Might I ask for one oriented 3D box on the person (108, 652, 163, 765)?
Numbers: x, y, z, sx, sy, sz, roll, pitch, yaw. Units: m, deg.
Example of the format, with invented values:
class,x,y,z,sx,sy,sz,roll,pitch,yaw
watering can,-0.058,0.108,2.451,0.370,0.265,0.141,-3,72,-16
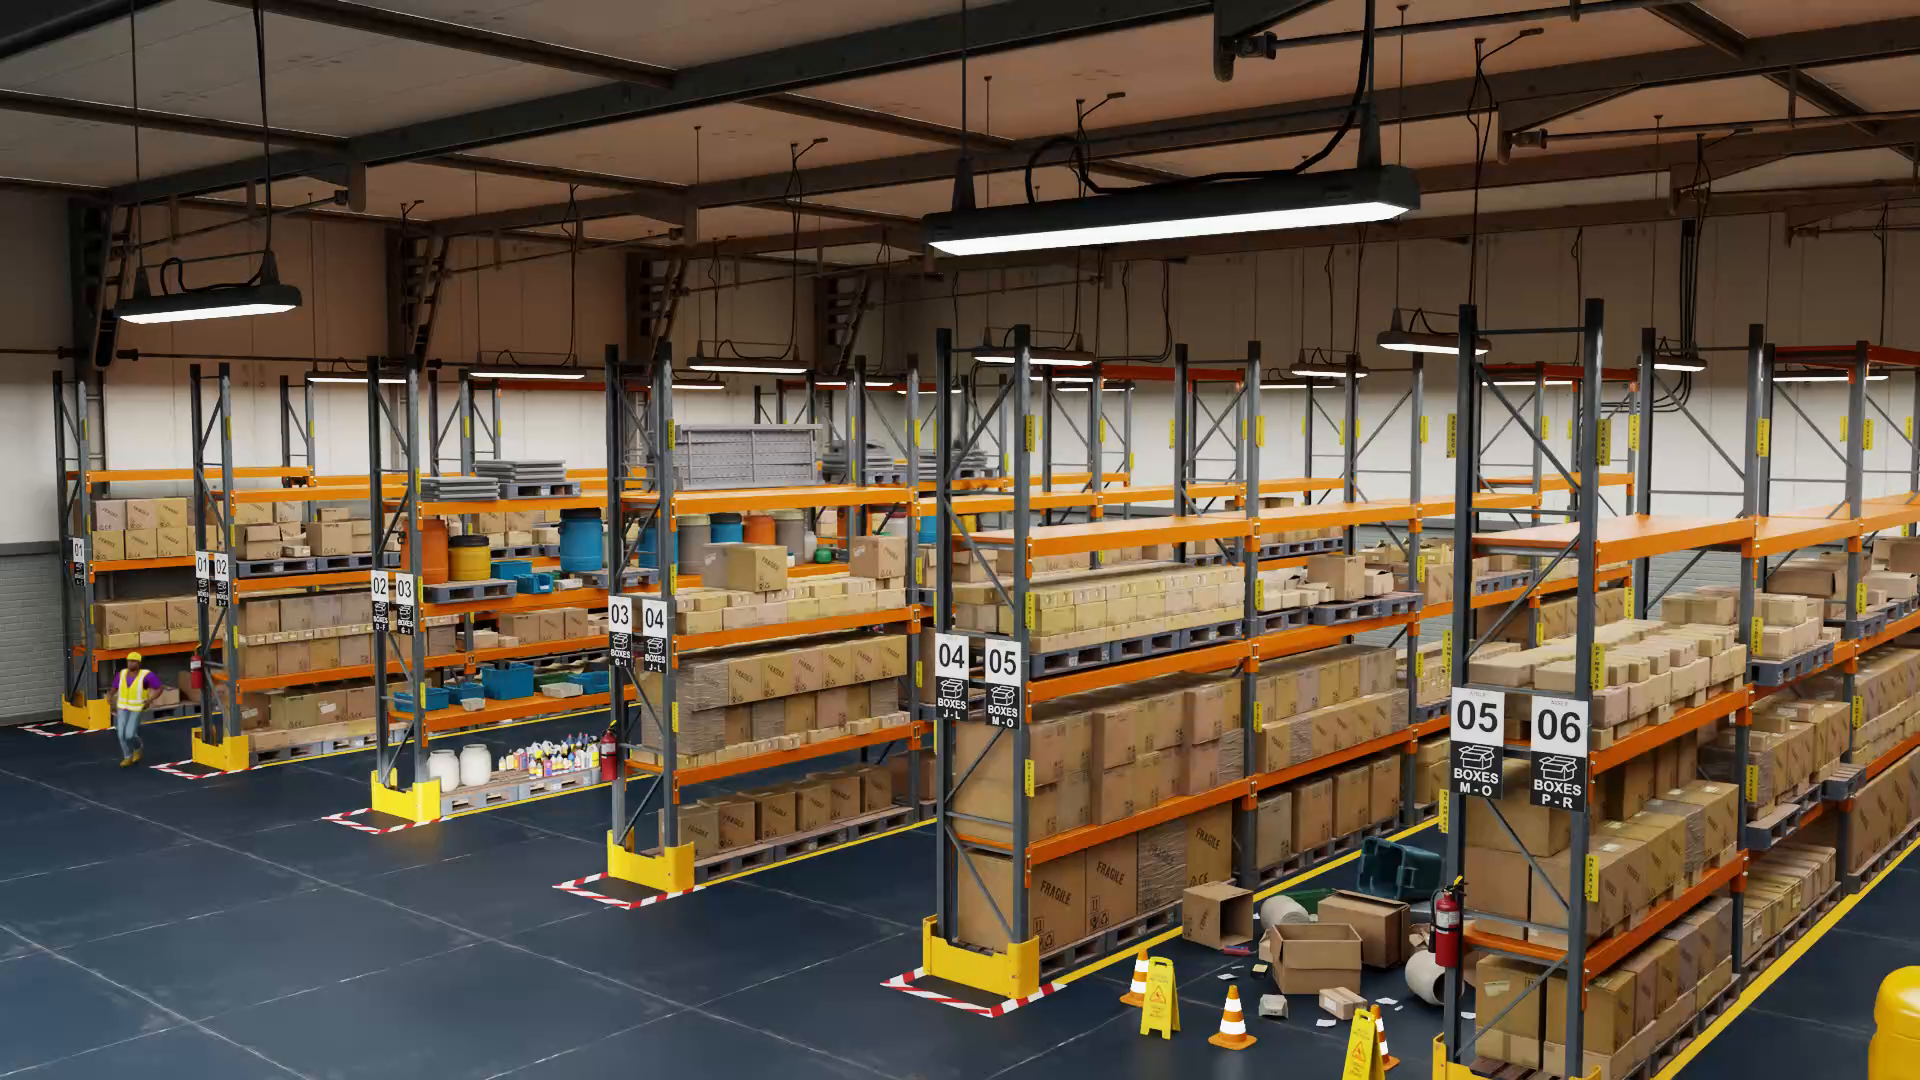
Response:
class,x,y,z,sx,sy,sz,roll,pitch,yaw
person,-12.325,2.519,24.759,0.713,1.710,0.595,0,4,4
